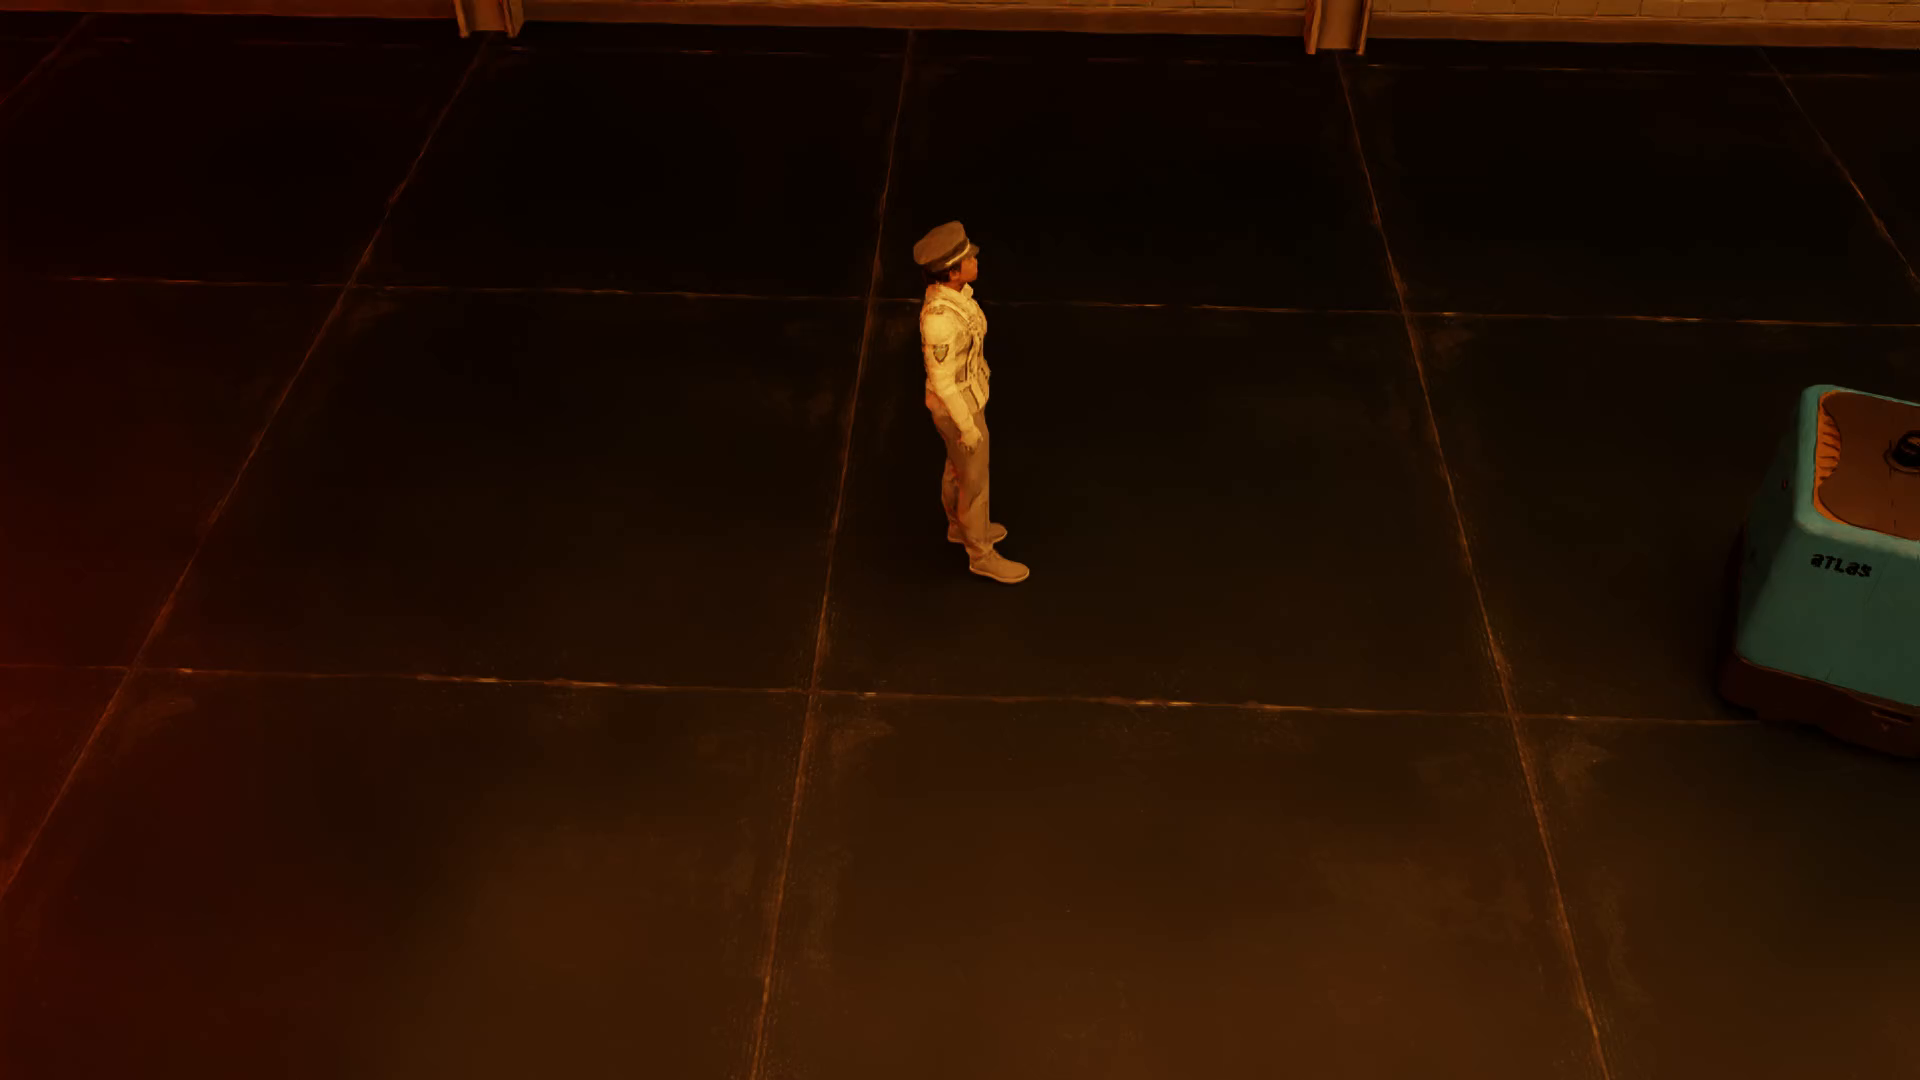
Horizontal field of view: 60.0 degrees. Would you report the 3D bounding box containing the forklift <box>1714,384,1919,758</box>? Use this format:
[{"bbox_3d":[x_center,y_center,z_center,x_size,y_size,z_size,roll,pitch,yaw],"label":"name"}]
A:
[{"bbox_3d":[4.799,-0.291,6.061,3.031,2.935,1.130,16,45,16],"label":"forklift"}]

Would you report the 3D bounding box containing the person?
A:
[{"bbox_3d":[0.067,-0.624,7.332,0.532,1.695,0.586,2,42,2],"label":"person"}]
